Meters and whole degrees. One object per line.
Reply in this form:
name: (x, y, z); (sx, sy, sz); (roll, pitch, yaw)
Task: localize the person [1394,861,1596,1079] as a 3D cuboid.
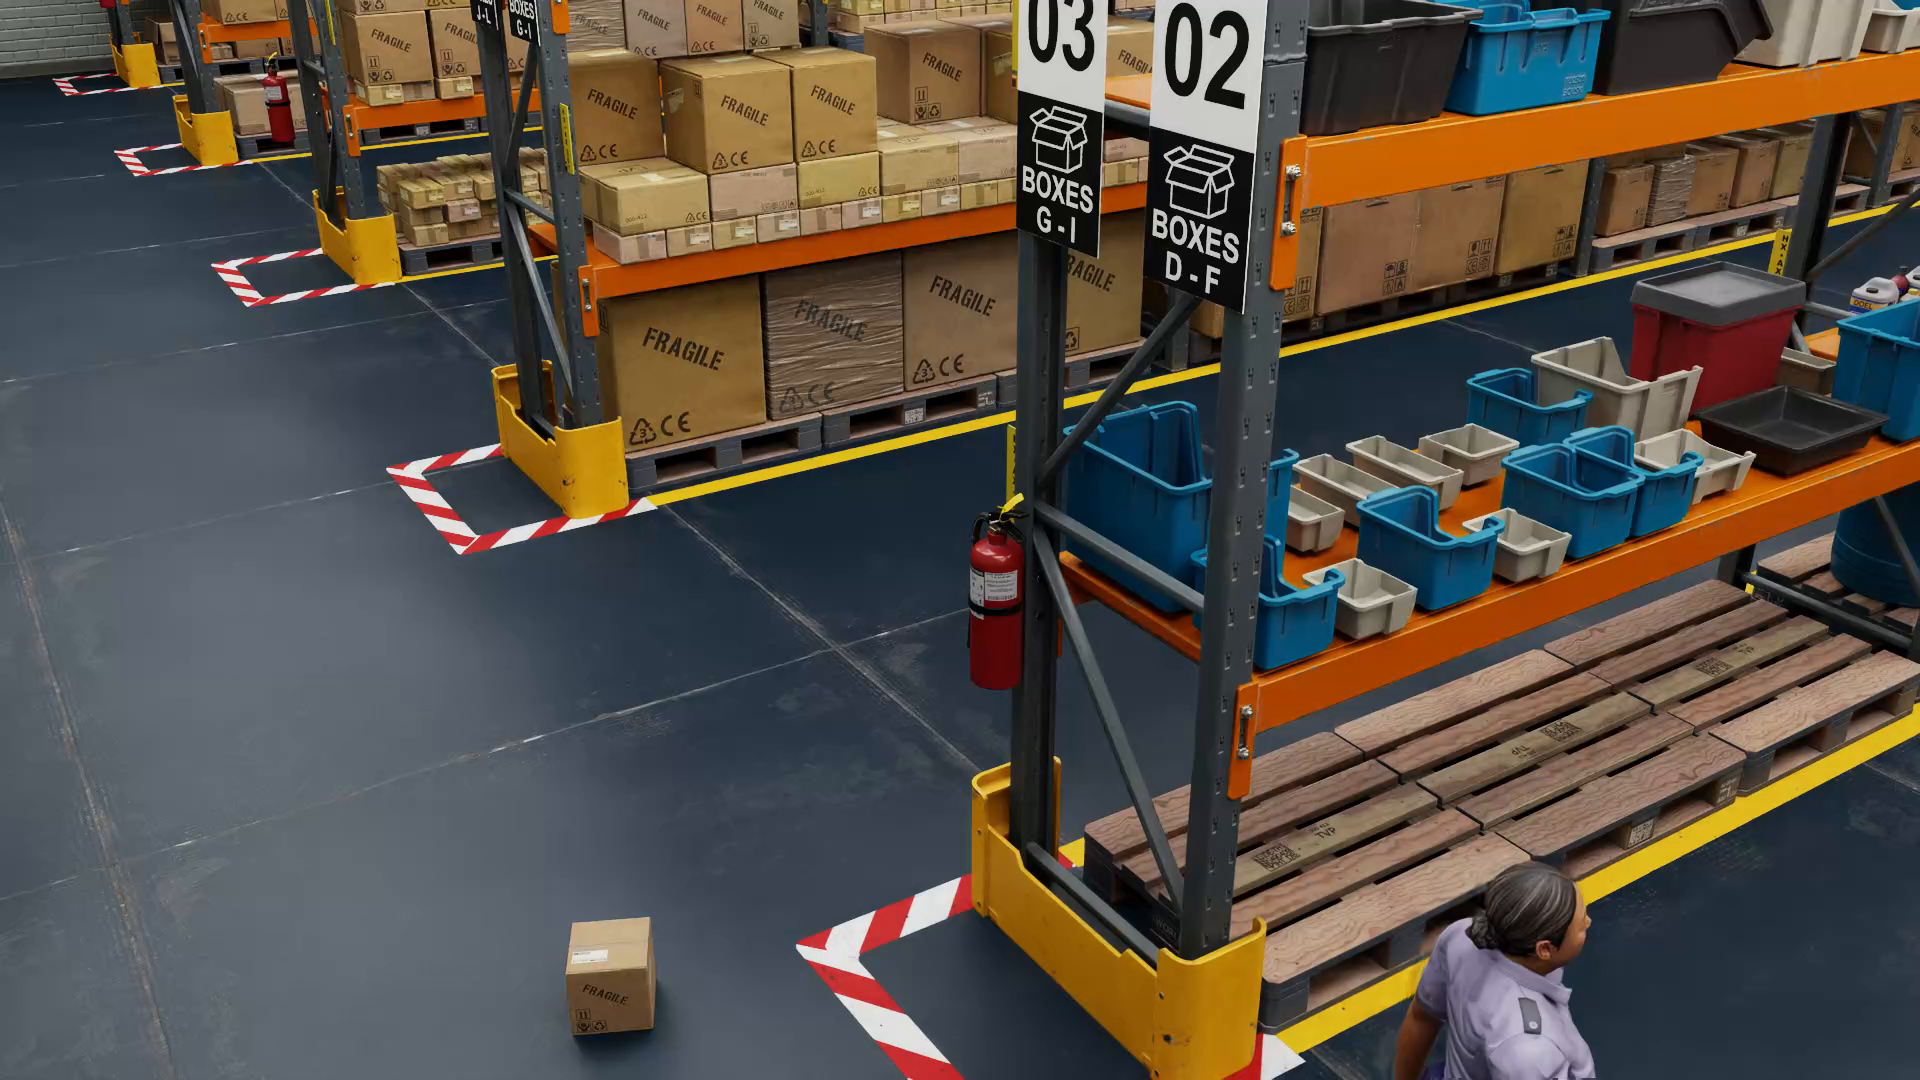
person: (1.172, 1.415, 3.666); (0.756, 1.686, 0.534); (1, 25, 3)
